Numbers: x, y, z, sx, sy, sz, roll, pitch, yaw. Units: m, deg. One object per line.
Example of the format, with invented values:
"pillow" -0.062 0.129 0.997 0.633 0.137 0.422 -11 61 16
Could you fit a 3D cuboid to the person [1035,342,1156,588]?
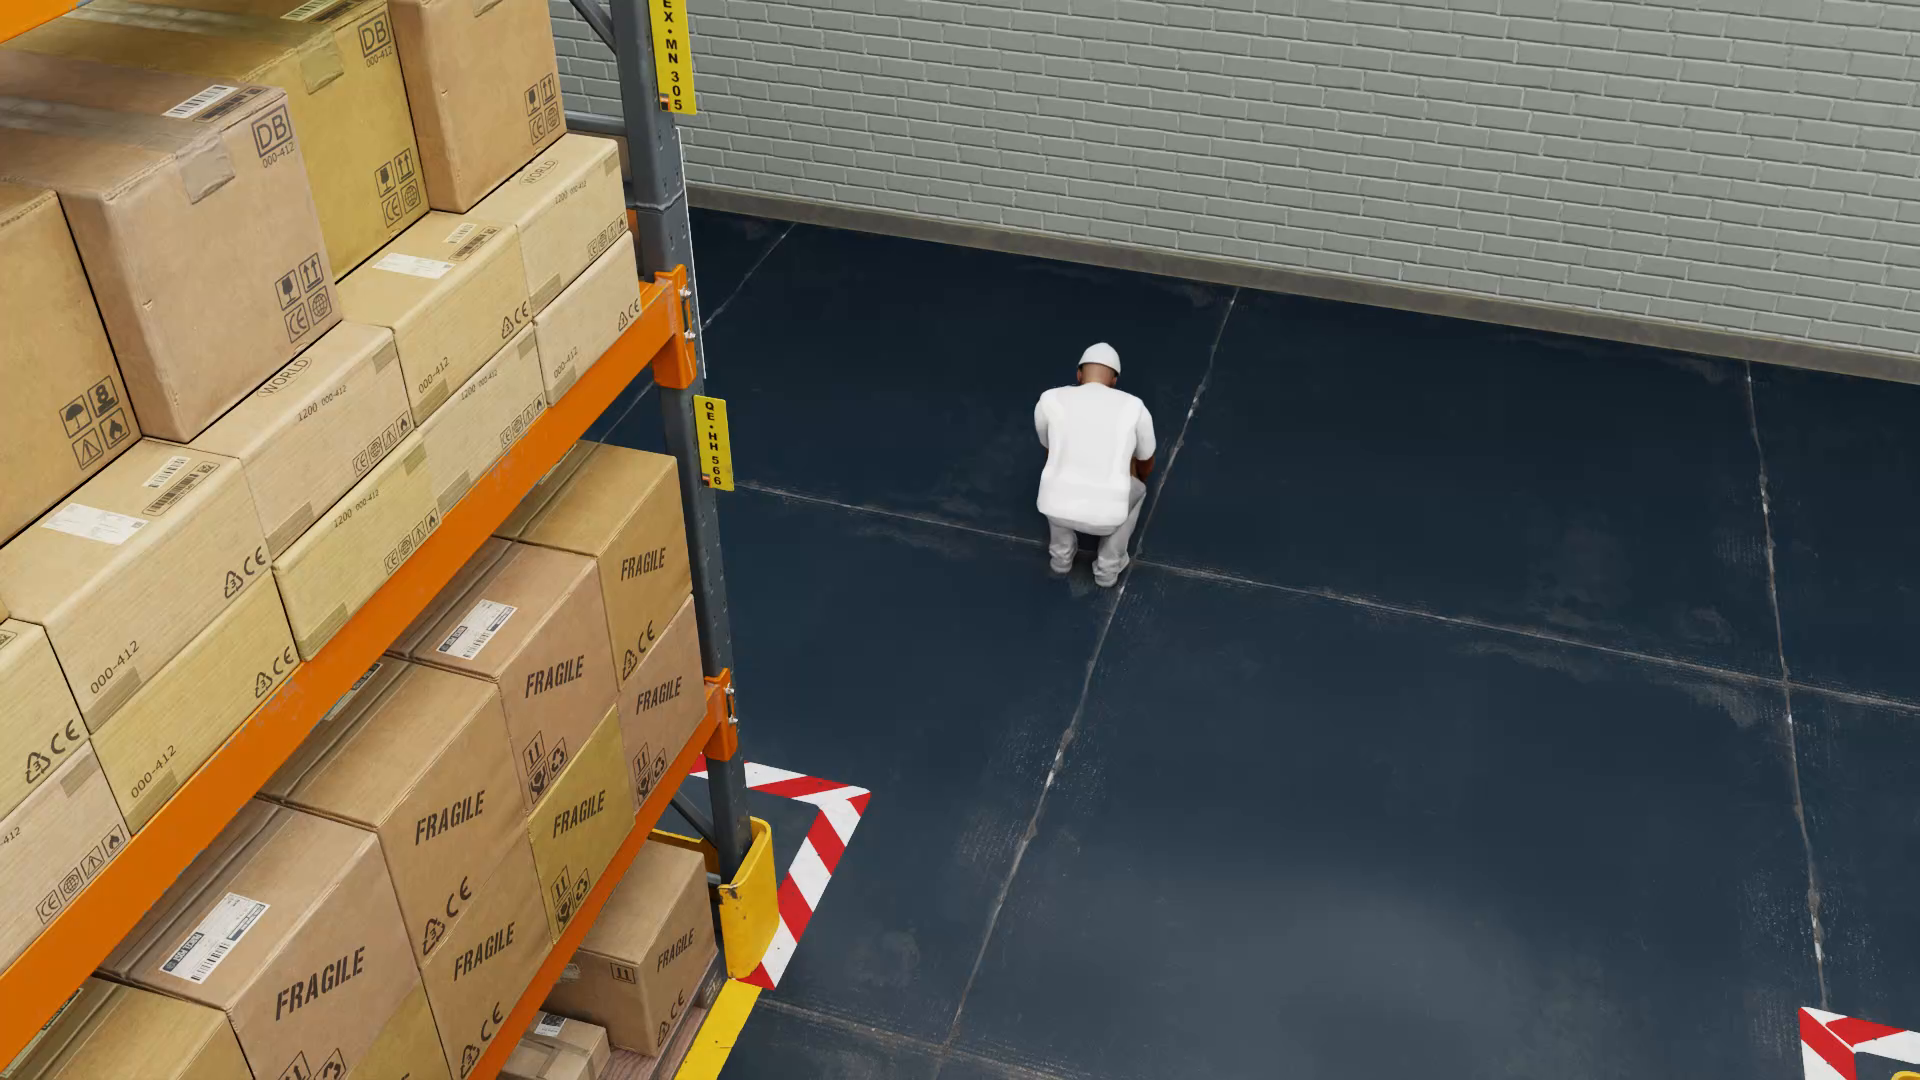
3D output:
"person" 0.615 -0.354 7.983 0.583 1.008 0.900 11 38 14
